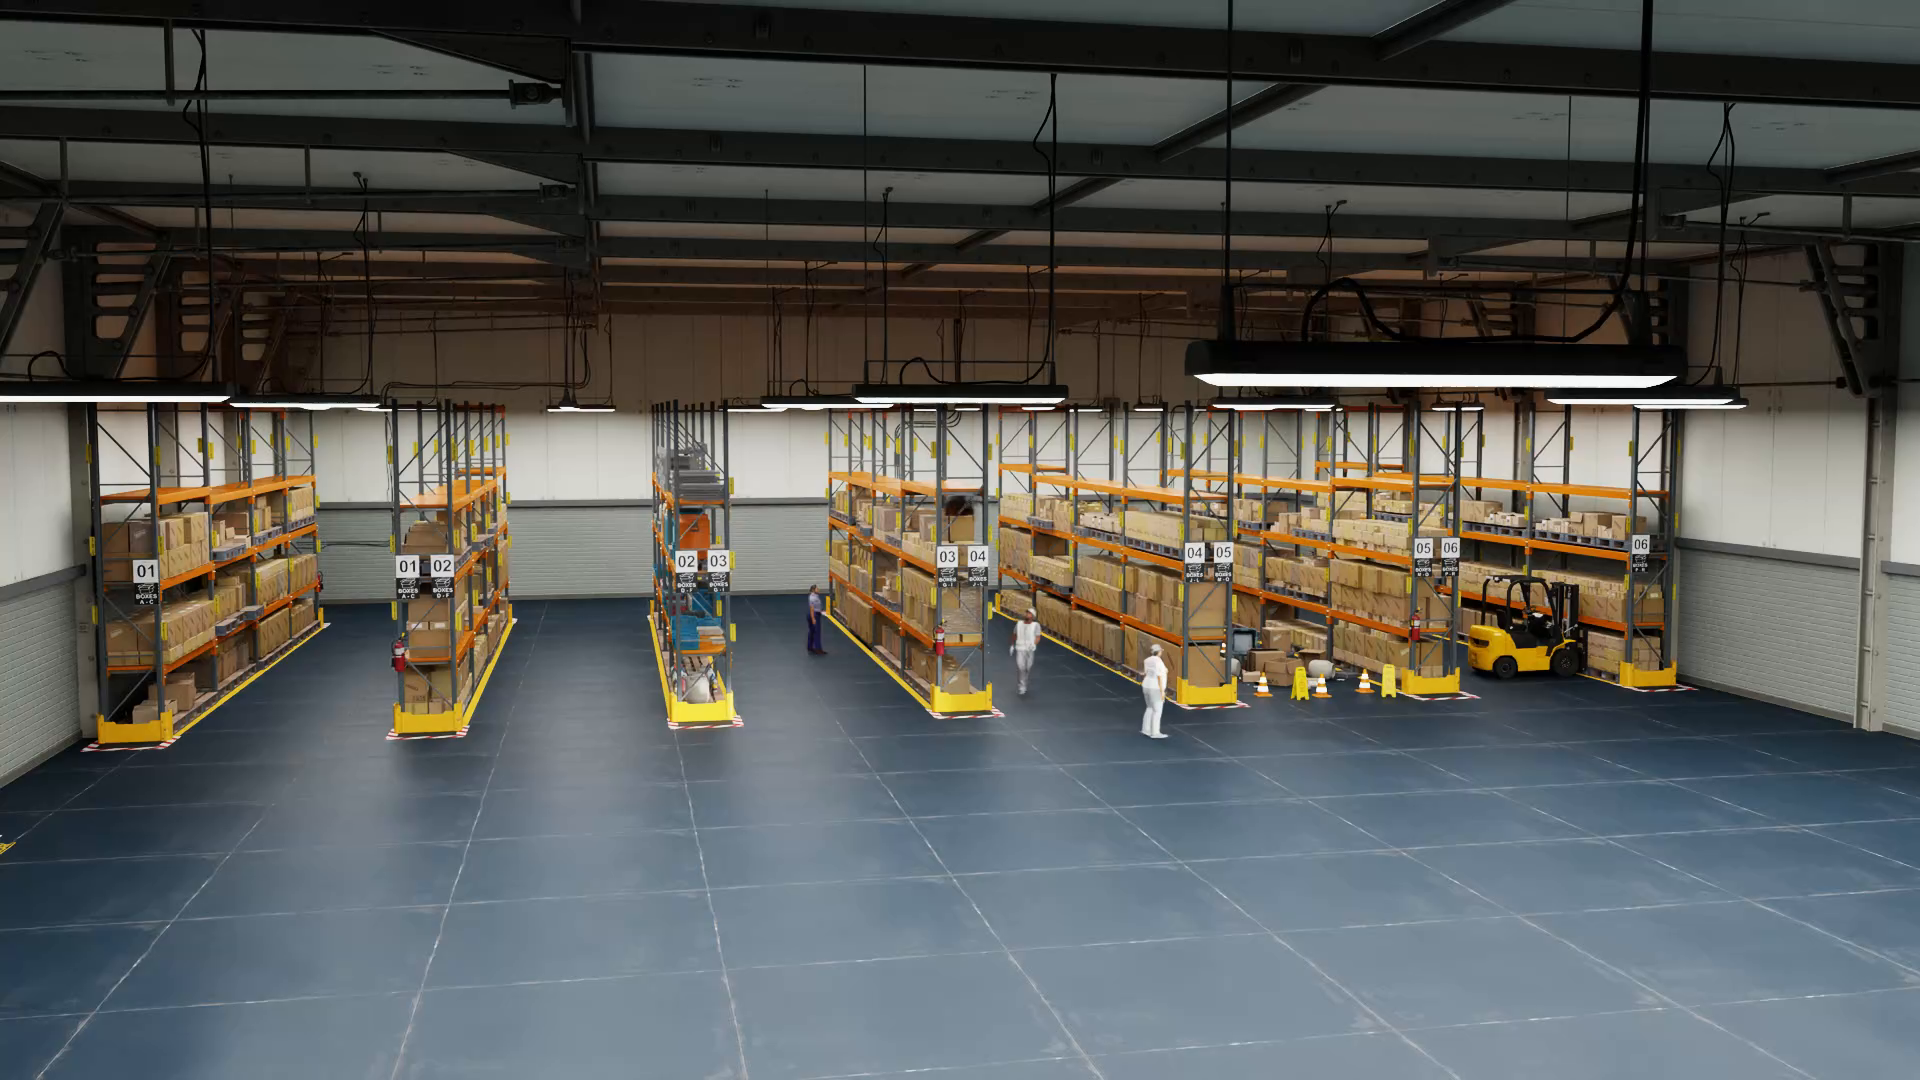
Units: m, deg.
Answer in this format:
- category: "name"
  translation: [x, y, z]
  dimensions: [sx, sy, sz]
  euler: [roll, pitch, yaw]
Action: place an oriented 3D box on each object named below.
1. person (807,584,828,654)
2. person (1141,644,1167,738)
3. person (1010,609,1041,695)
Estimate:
- category: "person"
  translation: [-3.434, 1.893, 39.992]
  dimensions: [0.510, 1.668, 0.503]
  euler: [0, 4, 0]
- category: "person"
  translation: [3.464, 2.699, 29.535]
  dimensions: [0.403, 1.713, 0.563]
  euler: [-2, 5, -25]
- category: "person"
  translation: [1.366, 2.325, 34.322]
  dimensions: [0.608, 1.787, 0.834]
  euler: [-1, 4, -9]
